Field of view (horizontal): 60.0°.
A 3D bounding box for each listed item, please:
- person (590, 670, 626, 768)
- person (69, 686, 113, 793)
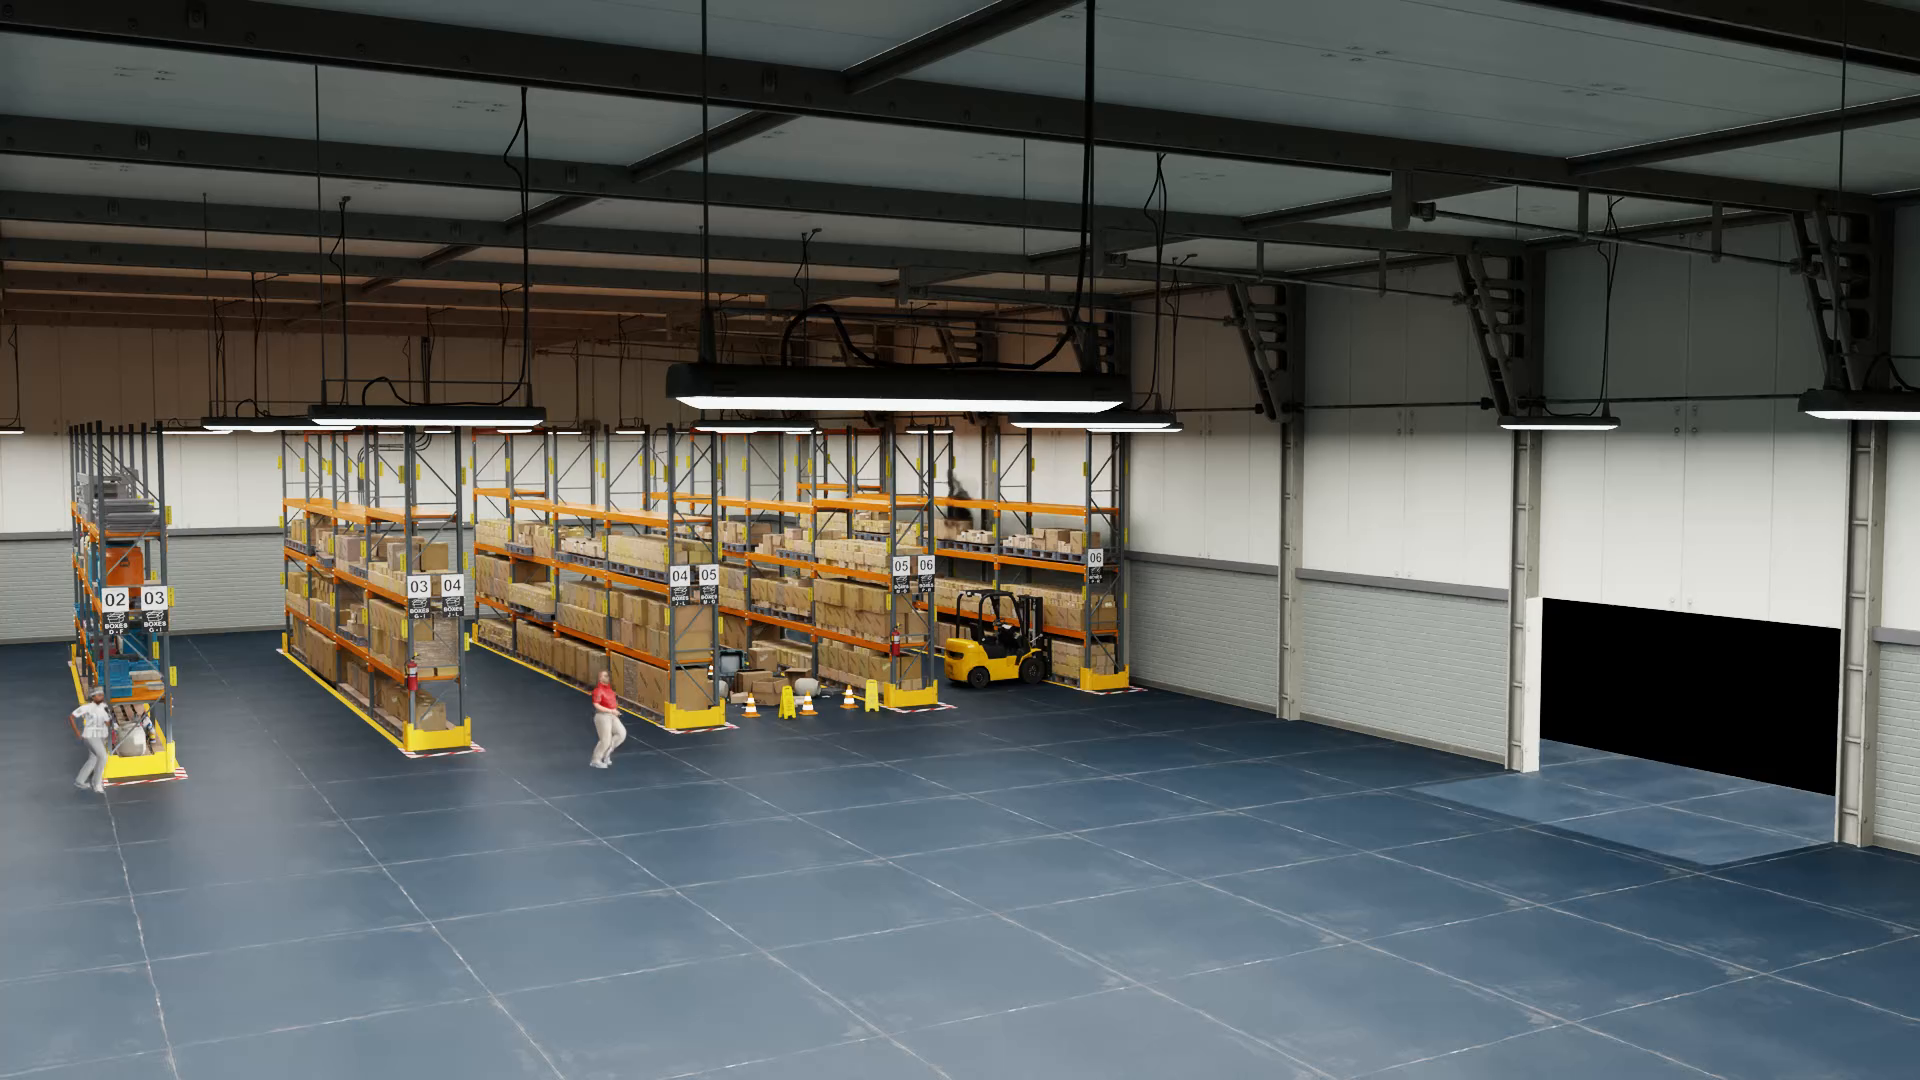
[{"bbox_3d":[-6.111,3.096,28.822,0.621,1.691,0.675,1,4,14],"label":"person"},{"bbox_3d":[-14.018,3.229,26.940,0.687,1.716,0.570,1,4,11],"label":"person"}]
